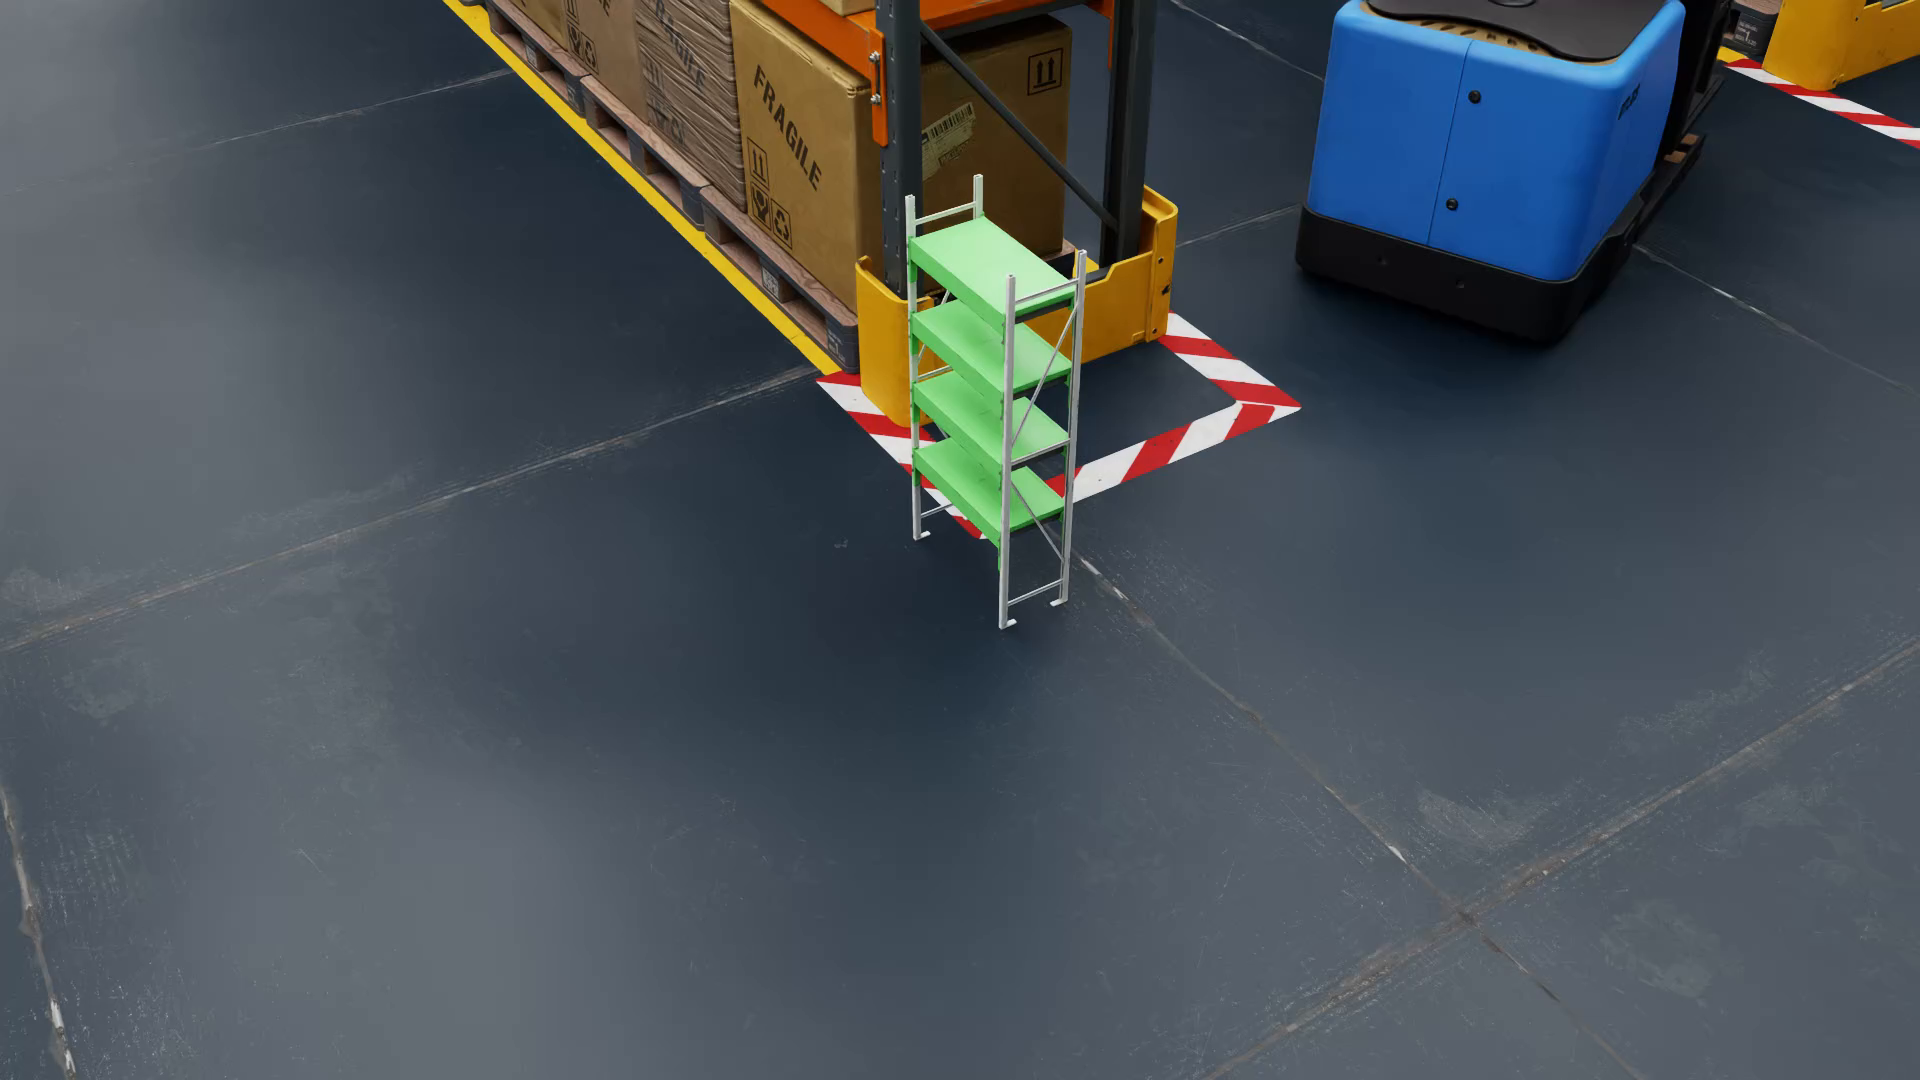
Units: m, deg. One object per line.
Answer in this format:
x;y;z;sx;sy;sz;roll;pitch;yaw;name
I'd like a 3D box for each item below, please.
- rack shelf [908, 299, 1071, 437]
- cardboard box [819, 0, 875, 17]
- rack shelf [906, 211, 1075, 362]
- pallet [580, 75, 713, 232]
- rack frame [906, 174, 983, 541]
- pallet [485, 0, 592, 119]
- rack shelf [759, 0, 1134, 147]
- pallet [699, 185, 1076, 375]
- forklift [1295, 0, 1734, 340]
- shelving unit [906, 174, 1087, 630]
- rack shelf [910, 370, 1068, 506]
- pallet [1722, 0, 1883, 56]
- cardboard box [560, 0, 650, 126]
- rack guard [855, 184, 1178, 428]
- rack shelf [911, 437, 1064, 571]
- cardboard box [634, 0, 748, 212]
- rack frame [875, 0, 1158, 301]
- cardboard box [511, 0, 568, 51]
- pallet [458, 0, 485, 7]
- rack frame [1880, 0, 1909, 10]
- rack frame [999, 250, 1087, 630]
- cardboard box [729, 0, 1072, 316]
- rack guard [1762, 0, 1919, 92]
0.089;-0.507;4.646;0.258;0.148;0.480;-22;45;-24;rack shelf
-0.272;-1.809;5.274;0.380;0.149;0.250;-21;44;-24;cardboard box
0.089;-0.691;4.492;0.258;0.148;0.480;-22;45;-24;rack shelf
-0.951;-1.818;7.267;1.003;0.211;1.213;-22;45;-24;pallet
-0.042;-0.503;4.917;0.240;1.200;0.015;-22;45;-24;rack frame
-1.611;-2.477;8.058;1.003;0.211;1.213;-22;45;-24;pallet
-0.879;-2.630;6.625;1.077;0.370;4.000;-22;45;-24;rack shelf
-0.299;-1.160;6.478;1.003;0.211;1.213;-22;45;-24;pallet
2.533;-2.756;6.268;1.130;2.935;3.031;23;45;25;forklift
0.089;-0.372;4.759;0.258;1.200;0.503;-22;45;-24;shelving unit
0.089;-0.322;4.799;0.258;0.148;0.480;-22;45;-24;rack shelf
3.962;-2.919;8.588;1.003;0.211;1.213;-22;45;-24;pallet
-1.183;-2.462;7.193;0.875;0.875;0.875;-22;45;-24;cardboard box
0.210;-0.854;5.884;1.175;0.500;0.348;-22;45;-24;rack guard
0.089;-0.138;4.953;0.258;0.148;0.480;-22;45;-24;rack shelf
-0.704;-1.981;6.616;0.875;0.875;0.875;-22;45;-24;cardboard box
0.197;-1.827;5.099;1.000;3.000;0.127;-22;45;-24;rack frame
-1.667;-2.947;7.775;0.875;0.875;0.875;-22;45;-24;cardboard box
-2.433;-3.305;9.052;1.003;0.211;1.213;-22;45;-24;pallet
4.373;-3.532;7.145;1.000;3.000;0.127;-22;45;-24;rack frame
0.220;-0.240;4.601;0.240;1.200;0.015;-22;45;-24;rack frame
-0.215;-1.490;6.027;0.875;0.875;0.875;-22;45;-24;cardboard box
4.397;-2.563;7.935;1.175;0.500;0.348;-22;45;-24;rack guard
